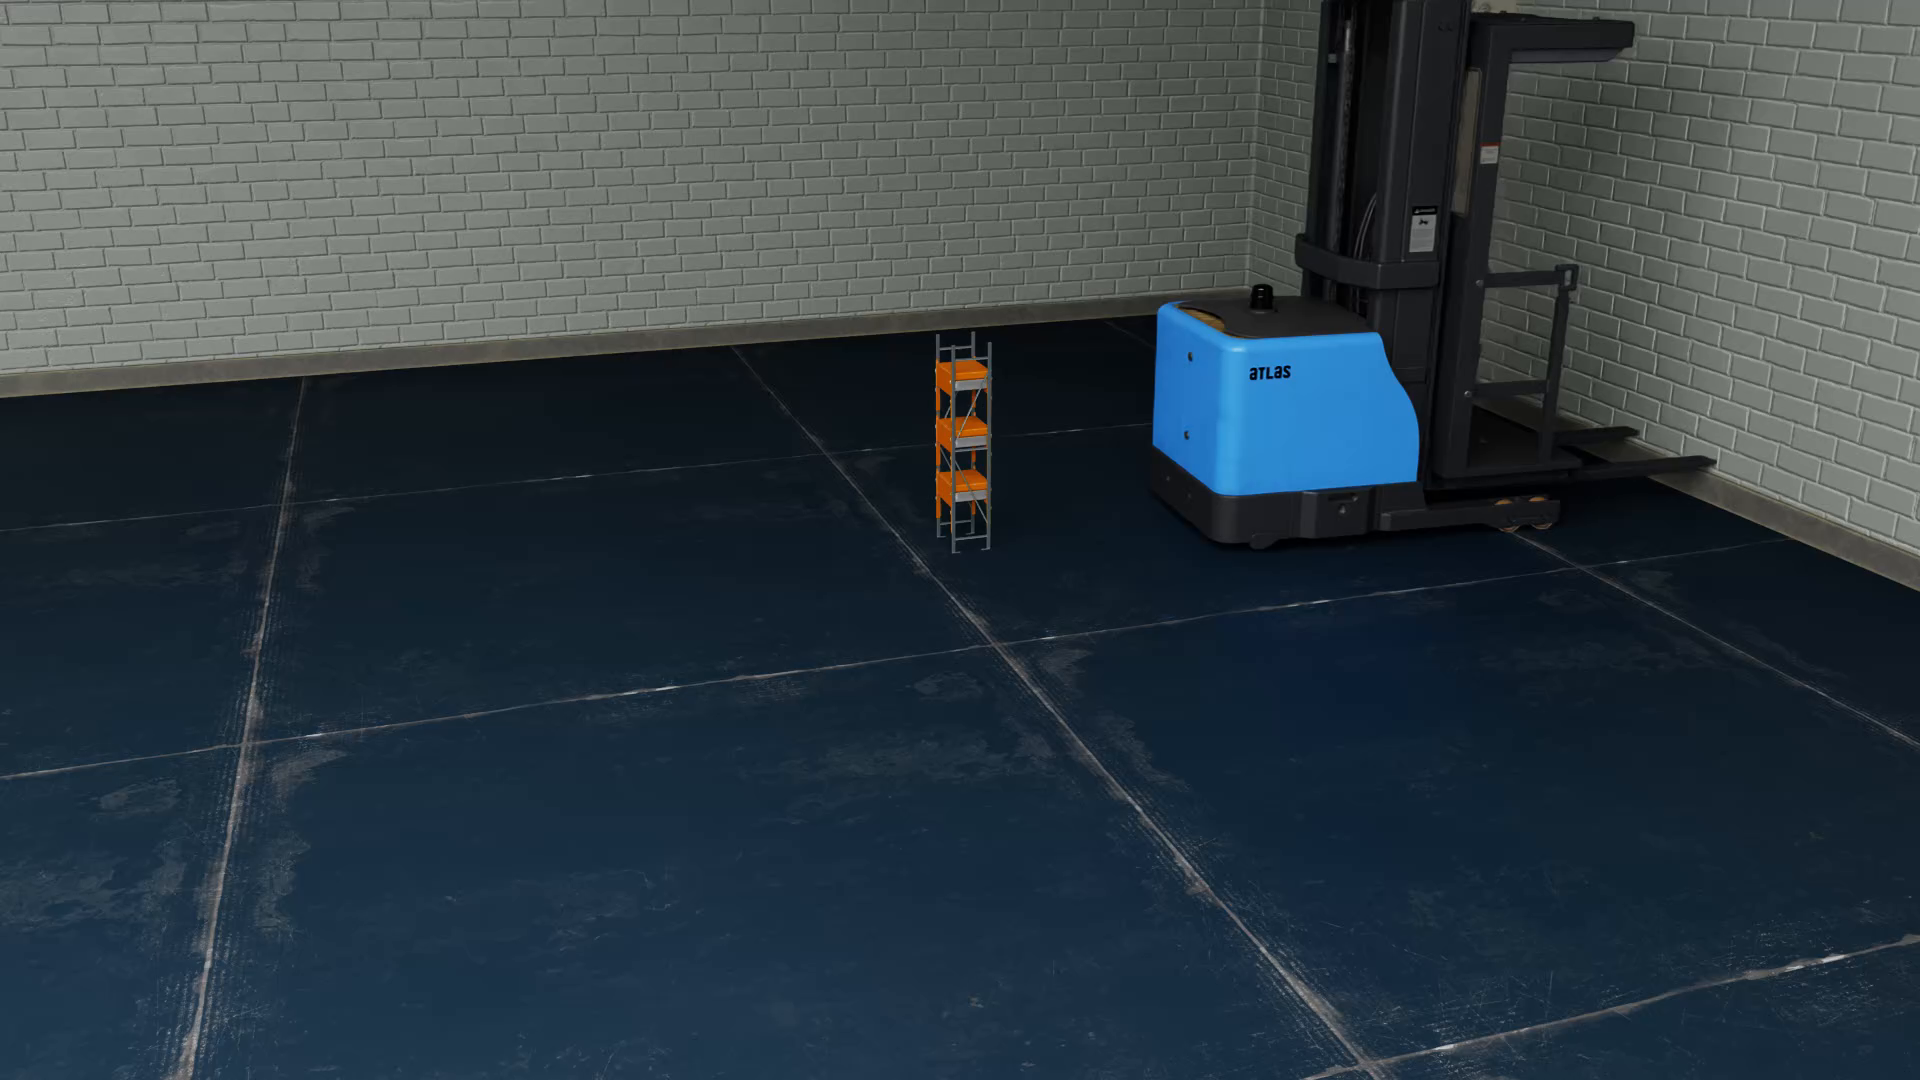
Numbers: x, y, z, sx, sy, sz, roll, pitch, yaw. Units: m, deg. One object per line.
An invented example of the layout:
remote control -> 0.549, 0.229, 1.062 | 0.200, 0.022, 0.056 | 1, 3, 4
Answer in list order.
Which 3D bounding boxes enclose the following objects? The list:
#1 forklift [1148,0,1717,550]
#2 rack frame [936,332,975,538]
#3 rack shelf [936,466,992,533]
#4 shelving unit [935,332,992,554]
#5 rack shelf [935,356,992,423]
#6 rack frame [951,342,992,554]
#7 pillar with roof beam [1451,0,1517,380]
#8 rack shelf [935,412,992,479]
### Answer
forklift -> 2.594, -1.585, 8.493 | 3.031, 2.935, 1.130 | -5, 20, -14
rack frame -> -0.022, -0.516, 8.300 | 0.200, 1.050, 0.008 | -6, 21, -17
rack shelf -> 0.017, -0.205, 8.289 | 0.215, 0.259, 0.240 | -6, 21, -17
shelving unit -> 0.017, -0.477, 8.191 | 0.215, 1.050, 0.252 | -6, 21, -17
rack shelf -> 0.017, -0.734, 8.099 | 0.215, 0.259, 0.240 | -6, 21, -17
rack frame -> 0.055, -0.438, 8.082 | 0.200, 1.050, 0.008 | -6, 21, -17
pillar with roof beam -> -0.910, -4.732, 8.280 | 9.100, 9.000, 0.400 | -6, 21, -17
rack shelf -> 0.017, -0.467, 8.195 | 0.215, 0.259, 0.240 | -6, 21, -17
